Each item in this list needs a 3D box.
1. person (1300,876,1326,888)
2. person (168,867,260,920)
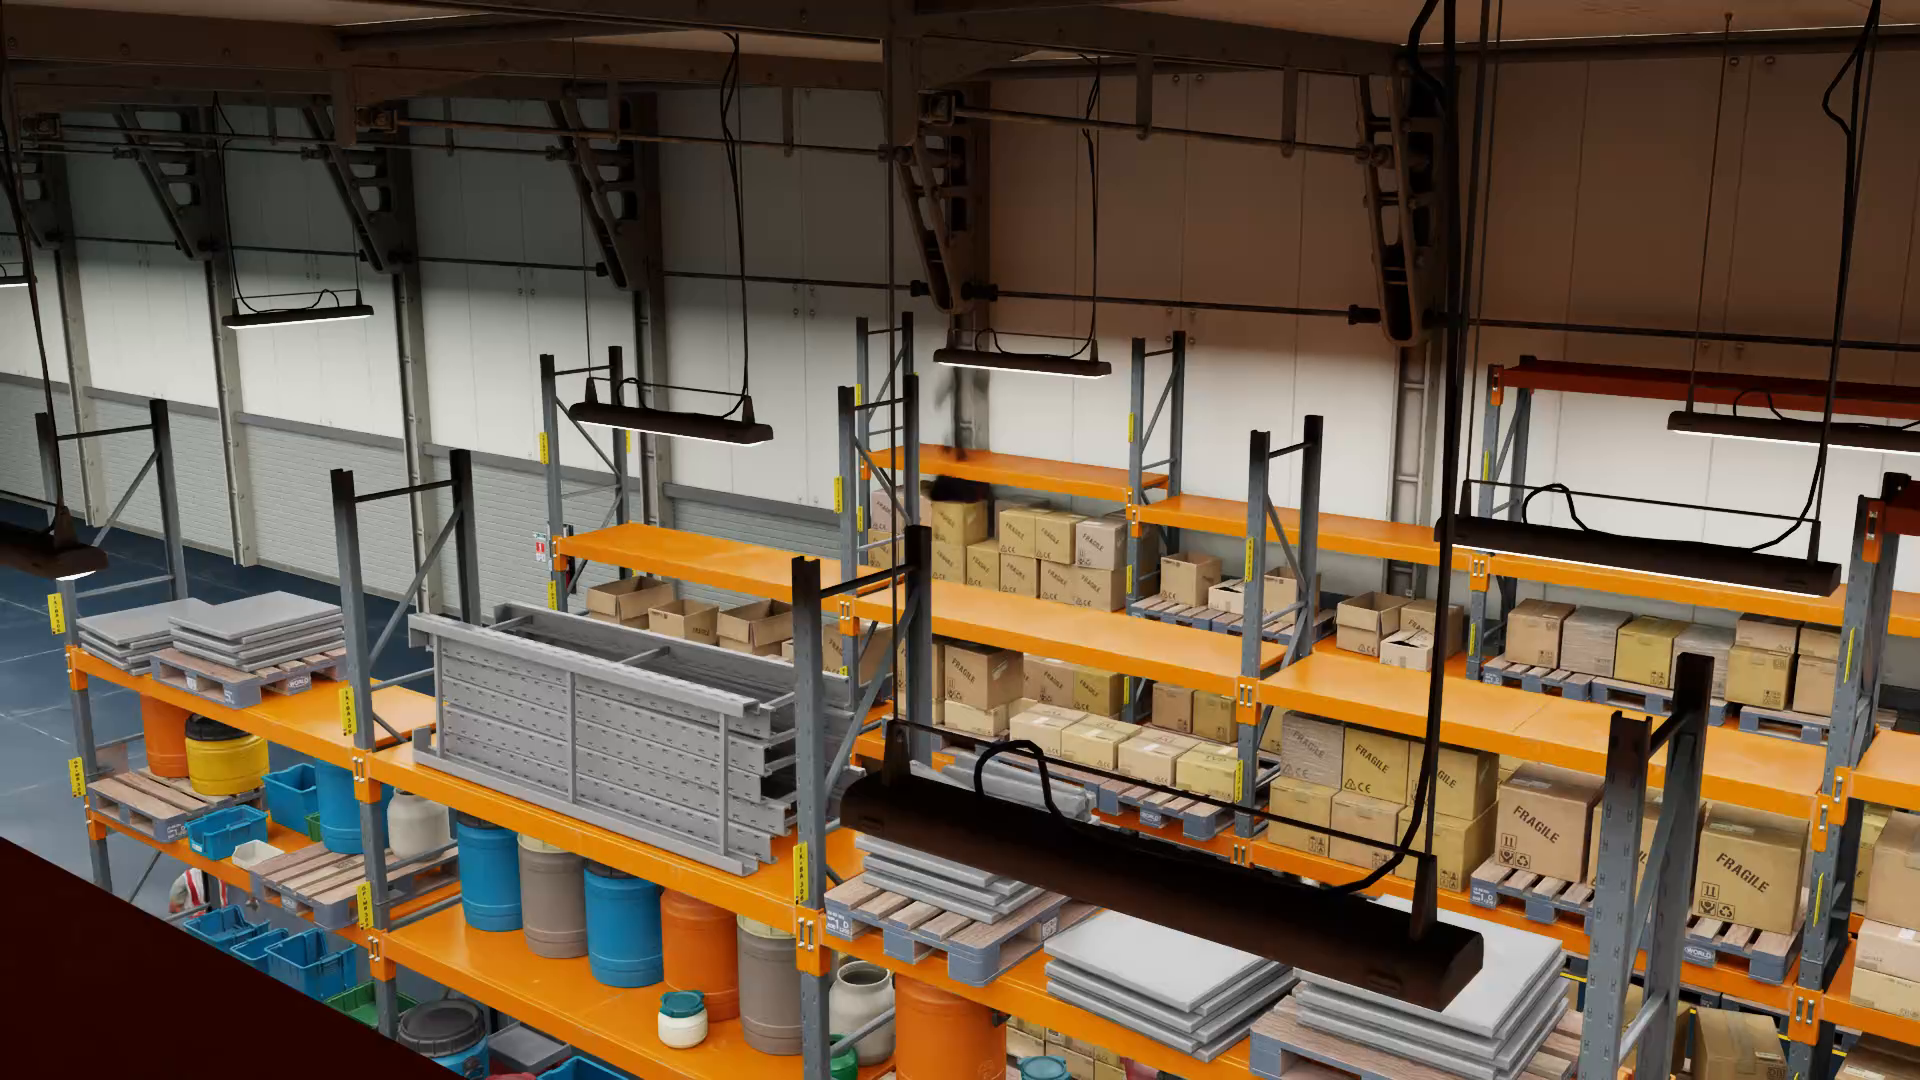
[{"bbox_3d":[3.364,3.586,16.132,0.638,1.660,0.571,7,15,27],"label":"person"},{"bbox_3d":[-7.042,3.638,15.668,0.683,1.779,0.715,5,14,20],"label":"person"}]
